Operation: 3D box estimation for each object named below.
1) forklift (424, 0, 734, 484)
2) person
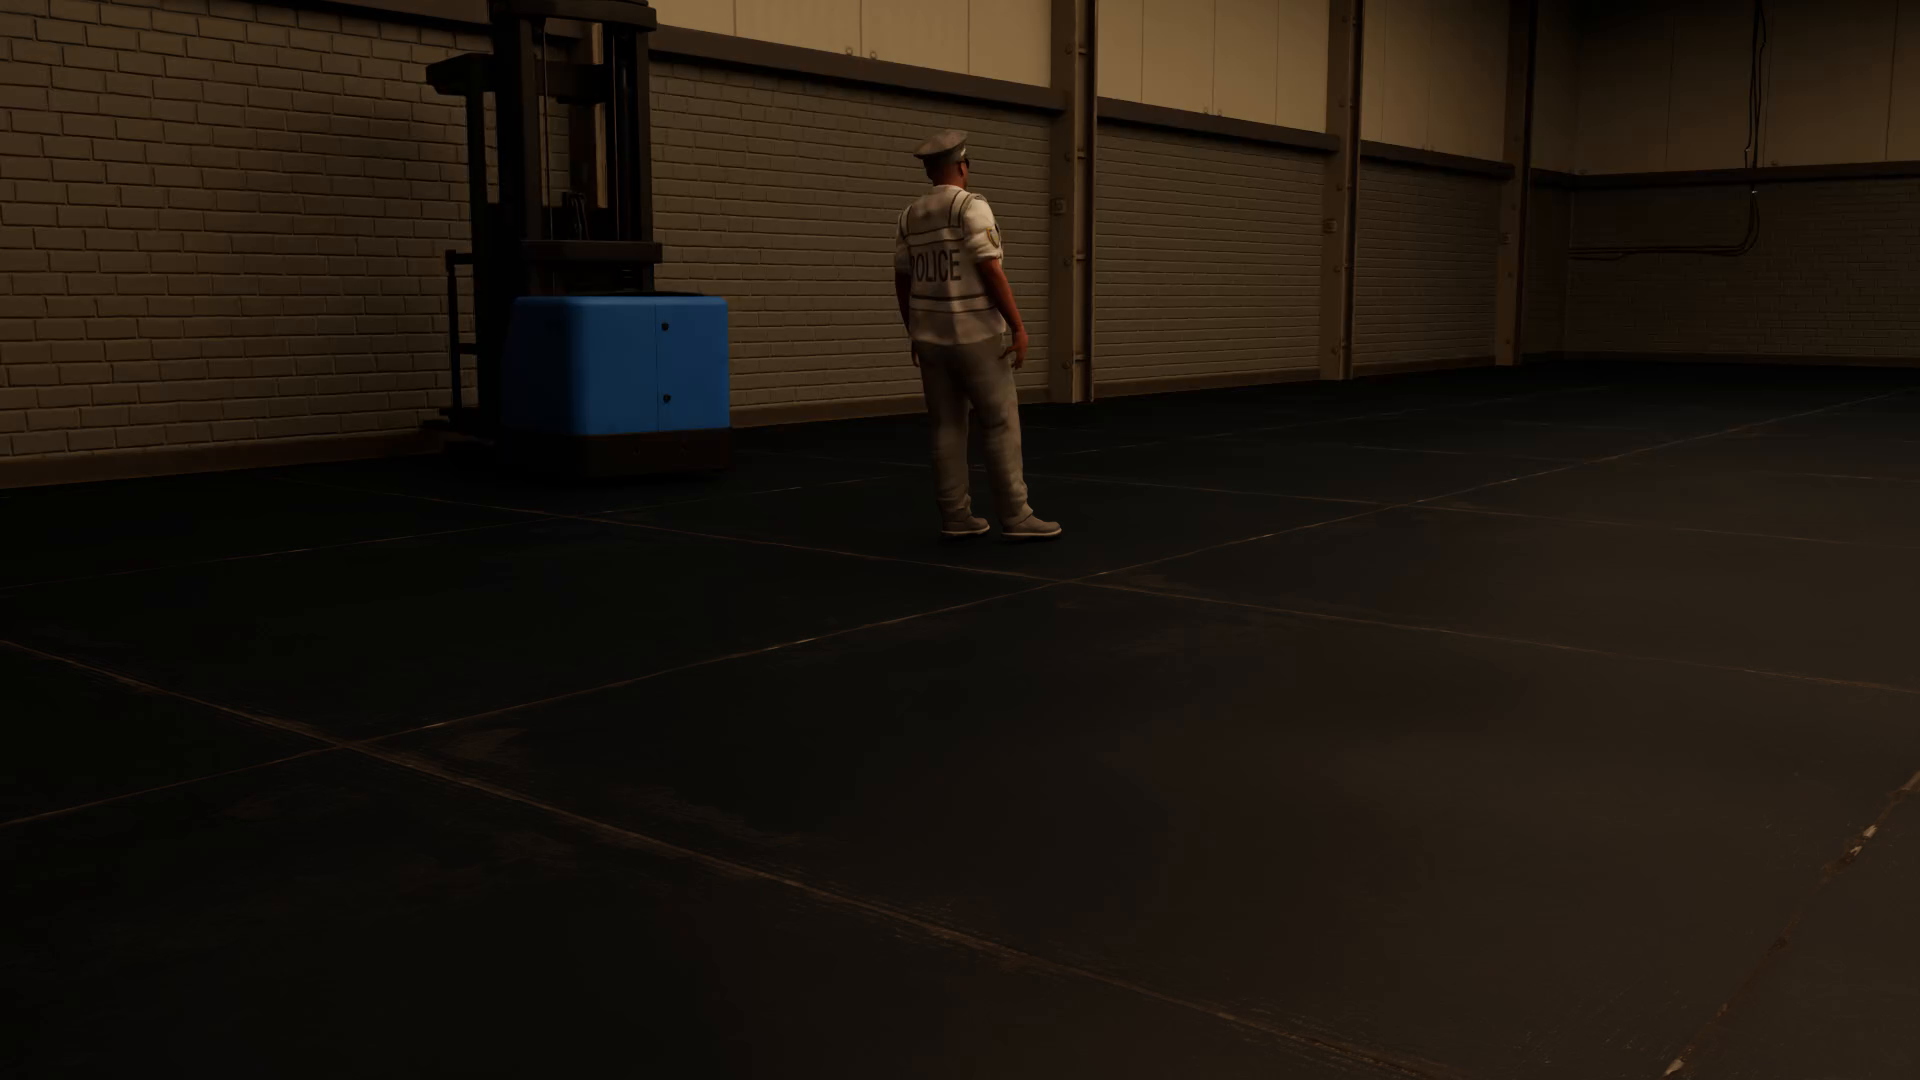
[{"bbox_3d":[-2.639,-1.934,10.500,1.130,2.935,3.031,-6,10,-37],"label":"forklift"},{"bbox_3d":[0.058,-0.897,7.328,0.641,1.780,0.574,7,11,38],"label":"person"}]
